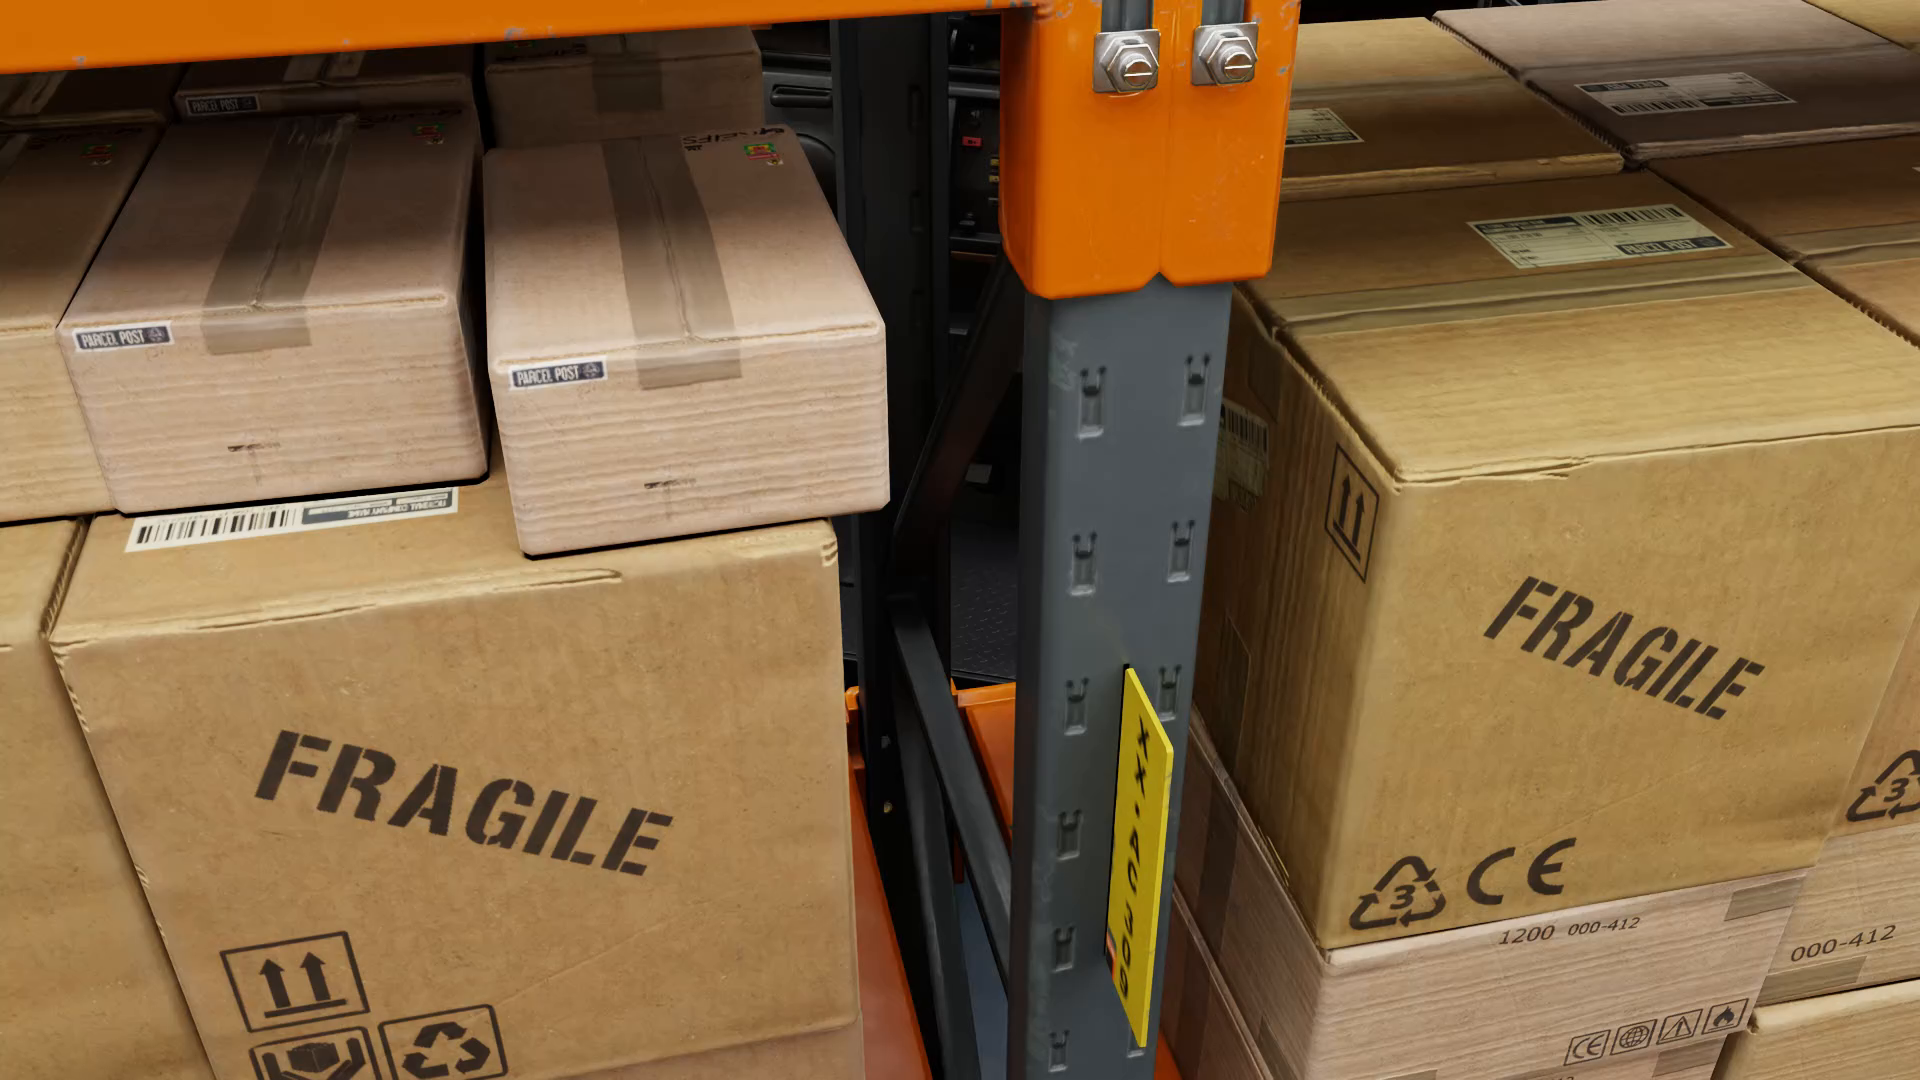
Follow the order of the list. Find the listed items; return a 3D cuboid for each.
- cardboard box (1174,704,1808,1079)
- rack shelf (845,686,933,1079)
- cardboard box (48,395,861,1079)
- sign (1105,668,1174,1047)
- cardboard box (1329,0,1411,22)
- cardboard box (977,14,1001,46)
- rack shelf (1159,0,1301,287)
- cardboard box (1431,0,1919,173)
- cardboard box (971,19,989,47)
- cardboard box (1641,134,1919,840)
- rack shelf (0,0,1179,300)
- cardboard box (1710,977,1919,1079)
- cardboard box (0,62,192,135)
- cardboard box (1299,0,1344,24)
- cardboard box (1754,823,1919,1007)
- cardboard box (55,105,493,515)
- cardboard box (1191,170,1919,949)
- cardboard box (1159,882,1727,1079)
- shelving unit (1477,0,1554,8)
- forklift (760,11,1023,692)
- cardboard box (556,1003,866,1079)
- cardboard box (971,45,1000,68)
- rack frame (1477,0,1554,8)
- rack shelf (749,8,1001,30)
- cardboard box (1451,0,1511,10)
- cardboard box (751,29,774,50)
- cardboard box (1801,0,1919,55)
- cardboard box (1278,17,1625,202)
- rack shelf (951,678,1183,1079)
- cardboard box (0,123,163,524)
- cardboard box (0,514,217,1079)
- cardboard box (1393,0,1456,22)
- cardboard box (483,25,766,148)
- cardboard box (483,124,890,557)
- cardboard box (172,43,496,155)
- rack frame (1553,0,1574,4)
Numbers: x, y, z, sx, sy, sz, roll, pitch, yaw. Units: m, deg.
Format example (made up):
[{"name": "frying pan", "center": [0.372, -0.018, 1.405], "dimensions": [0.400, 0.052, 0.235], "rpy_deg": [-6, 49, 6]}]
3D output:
[{"name": "cardboard box", "center": [0.508, 0.304, 1.792], "dimensions": [0.500, 0.250, 0.500], "rpy_deg": [-8, 35, -12]}, {"name": "rack shelf", "center": [-1.934, 0.894, 1.871], "dimensions": [4.000, 0.370, 1.077], "rpy_deg": [-7, 35, -11]}, {"name": "cardboard box", "center": [-0.383, 0.101, 1.420], "dimensions": [0.500, 0.500, 0.500], "rpy_deg": [-7, 35, -11]}, {"name": "sign", "center": [0.140, 0.259, 1.324], "dimensions": [0.005, 0.325, 0.100], "rpy_deg": [-7, 35, -11]}, {"name": "cardboard box", "center": [1.752, -2.258, 7.207], "dimensions": [0.250, 0.149, 0.380], "rpy_deg": [-7, 34, -10]}, {"name": "cardboard box", "center": [0.228, -2.075, 6.935], "dimensions": [0.250, 0.149, 0.380], "rpy_deg": [-6, 34, -9]}, {"name": "rack shelf", "center": [1.967, -0.843, 1.768], "dimensions": [4.000, 0.370, 1.077], "rpy_deg": [-7, 35, -11]}, {"name": "cardboard box", "center": [0.900, -0.366, 2.116], "dimensions": [0.500, 0.500, 0.500], "rpy_deg": [-7, 34, -10]}, {"name": "cardboard box", "center": [-0.052, -2.071, 6.928], "dimensions": [0.250, 0.149, 0.380], "rpy_deg": [-9, 35, -13]}, {"name": "cardboard box", "center": [0.999, -0.082, 1.694], "dimensions": [0.500, 0.500, 0.500], "rpy_deg": [-7, 35, -11]}, {"name": "rack shelf", "center": [-1.934, -0.351, 1.035], "dimensions": [4.000, 0.370, 1.077], "rpy_deg": [-7, 35, -11]}, {"name": "cardboard box", "center": [1.008, 0.437, 2.041], "dimensions": [0.500, 0.250, 0.500], "rpy_deg": [-8, 35, -12]}, {"name": "cardboard box", "center": [-0.835, -0.384, 1.561], "dimensions": [0.250, 0.149, 0.380], "rpy_deg": [-8, 35, -11]}, {"name": "cardboard box", "center": [1.466, -2.275, 7.233], "dimensions": [0.250, 0.149, 0.380], "rpy_deg": [-9, 35, -13]}, {"name": "cardboard box", "center": [1.010, 0.224, 1.910], "dimensions": [0.500, 0.250, 0.500], "rpy_deg": [-7, 34, -10]}, {"name": "cardboard box", "center": [-0.495, -0.192, 1.275], "dimensions": [0.250, 0.149, 0.380], "rpy_deg": [-6, 34, -9]}, {"name": "cardboard box", "center": [0.509, -0.005, 1.578], "dimensions": [0.500, 0.500, 0.500], "rpy_deg": [-7, 34, -10]}, {"name": "cardboard box", "center": [0.504, 0.501, 1.945], "dimensions": [0.500, 0.250, 0.500], "rpy_deg": [-8, 35, -12]}, {"name": "shelving unit", "center": [1.247, -1.143, 5.608], "dimensions": [1.083, 1.500, 0.587], "rpy_deg": [-3, 34, -5]}, {"name": "forklift", "center": [-0.153, -0.878, 3.928], "dimensions": [1.130, 2.935, 3.031], "rpy_deg": [8, 35, 12]}, {"name": "cardboard box", "center": [-0.380, 0.504, 1.717], "dimensions": [0.500, 0.500, 0.500], "rpy_deg": [-7, 34, -10]}, {"name": "cardboard box", "center": [0.091, -1.808, 6.536], "dimensions": [0.250, 0.149, 0.380], "rpy_deg": [-8, 35, -11]}, {"name": "rack frame", "center": [1.762, -1.171, 5.650], "dimensions": [0.032, 1.500, 0.500], "rpy_deg": [-3, 34, -5]}, {"name": "rack shelf", "center": [0.868, -2.295, 6.623], "dimensions": [4.000, 0.370, 1.077], "rpy_deg": [-7, 35, -11]}, {"name": "cardboard box", "center": [2.242, -2.350, 7.345], "dimensions": [0.250, 0.149, 0.380], "rpy_deg": [-5, 34, -8]}, {"name": "cardboard box", "center": [-0.687, -1.809, 6.271], "dimensions": [0.250, 0.149, 0.380], "rpy_deg": [-8, 35, -11]}, {"name": "cardboard box", "center": [1.399, -0.418, 2.193], "dimensions": [0.500, 0.500, 0.500], "rpy_deg": [-6, 34, -9]}, {"name": "cardboard box", "center": [0.397, -0.298, 2.016], "dimensions": [0.500, 0.500, 0.500], "rpy_deg": [-6, 34, -9]}, {"name": "rack shelf", "center": [1.967, 0.403, 2.604], "dimensions": [4.000, 0.370, 1.077], "rpy_deg": [-7, 35, -11]}, {"name": "cardboard box", "center": [-0.740, -0.167, 1.237], "dimensions": [0.250, 0.149, 0.380], "rpy_deg": [-7, 35, -10]}, {"name": "cardboard box", "center": [-0.880, 0.159, 1.334], "dimensions": [0.500, 0.500, 0.500], "rpy_deg": [-8, 35, -11]}, {"name": "cardboard box", "center": [1.977, -2.332, 7.318], "dimensions": [0.250, 0.149, 0.380], "rpy_deg": [-6, 34, -9]}, {"name": "cardboard box", "center": [-0.349, -0.479, 1.702], "dimensions": [0.250, 0.149, 0.380], "rpy_deg": [-8, 35, -11]}, {"name": "cardboard box", "center": [-0.214, -0.165, 1.235], "dimensions": [0.250, 0.149, 0.380], "rpy_deg": [-8, 35, -12]}, {"name": "cardboard box", "center": [-0.595, -0.438, 1.642], "dimensions": [0.250, 0.149, 0.380], "rpy_deg": [-7, 34, -10]}, {"name": "rack frame", "center": [2.819, -2.839, 6.789], "dimensions": [0.127, 3.000, 1.000], "rpy_deg": [-7, 35, -11]}]
